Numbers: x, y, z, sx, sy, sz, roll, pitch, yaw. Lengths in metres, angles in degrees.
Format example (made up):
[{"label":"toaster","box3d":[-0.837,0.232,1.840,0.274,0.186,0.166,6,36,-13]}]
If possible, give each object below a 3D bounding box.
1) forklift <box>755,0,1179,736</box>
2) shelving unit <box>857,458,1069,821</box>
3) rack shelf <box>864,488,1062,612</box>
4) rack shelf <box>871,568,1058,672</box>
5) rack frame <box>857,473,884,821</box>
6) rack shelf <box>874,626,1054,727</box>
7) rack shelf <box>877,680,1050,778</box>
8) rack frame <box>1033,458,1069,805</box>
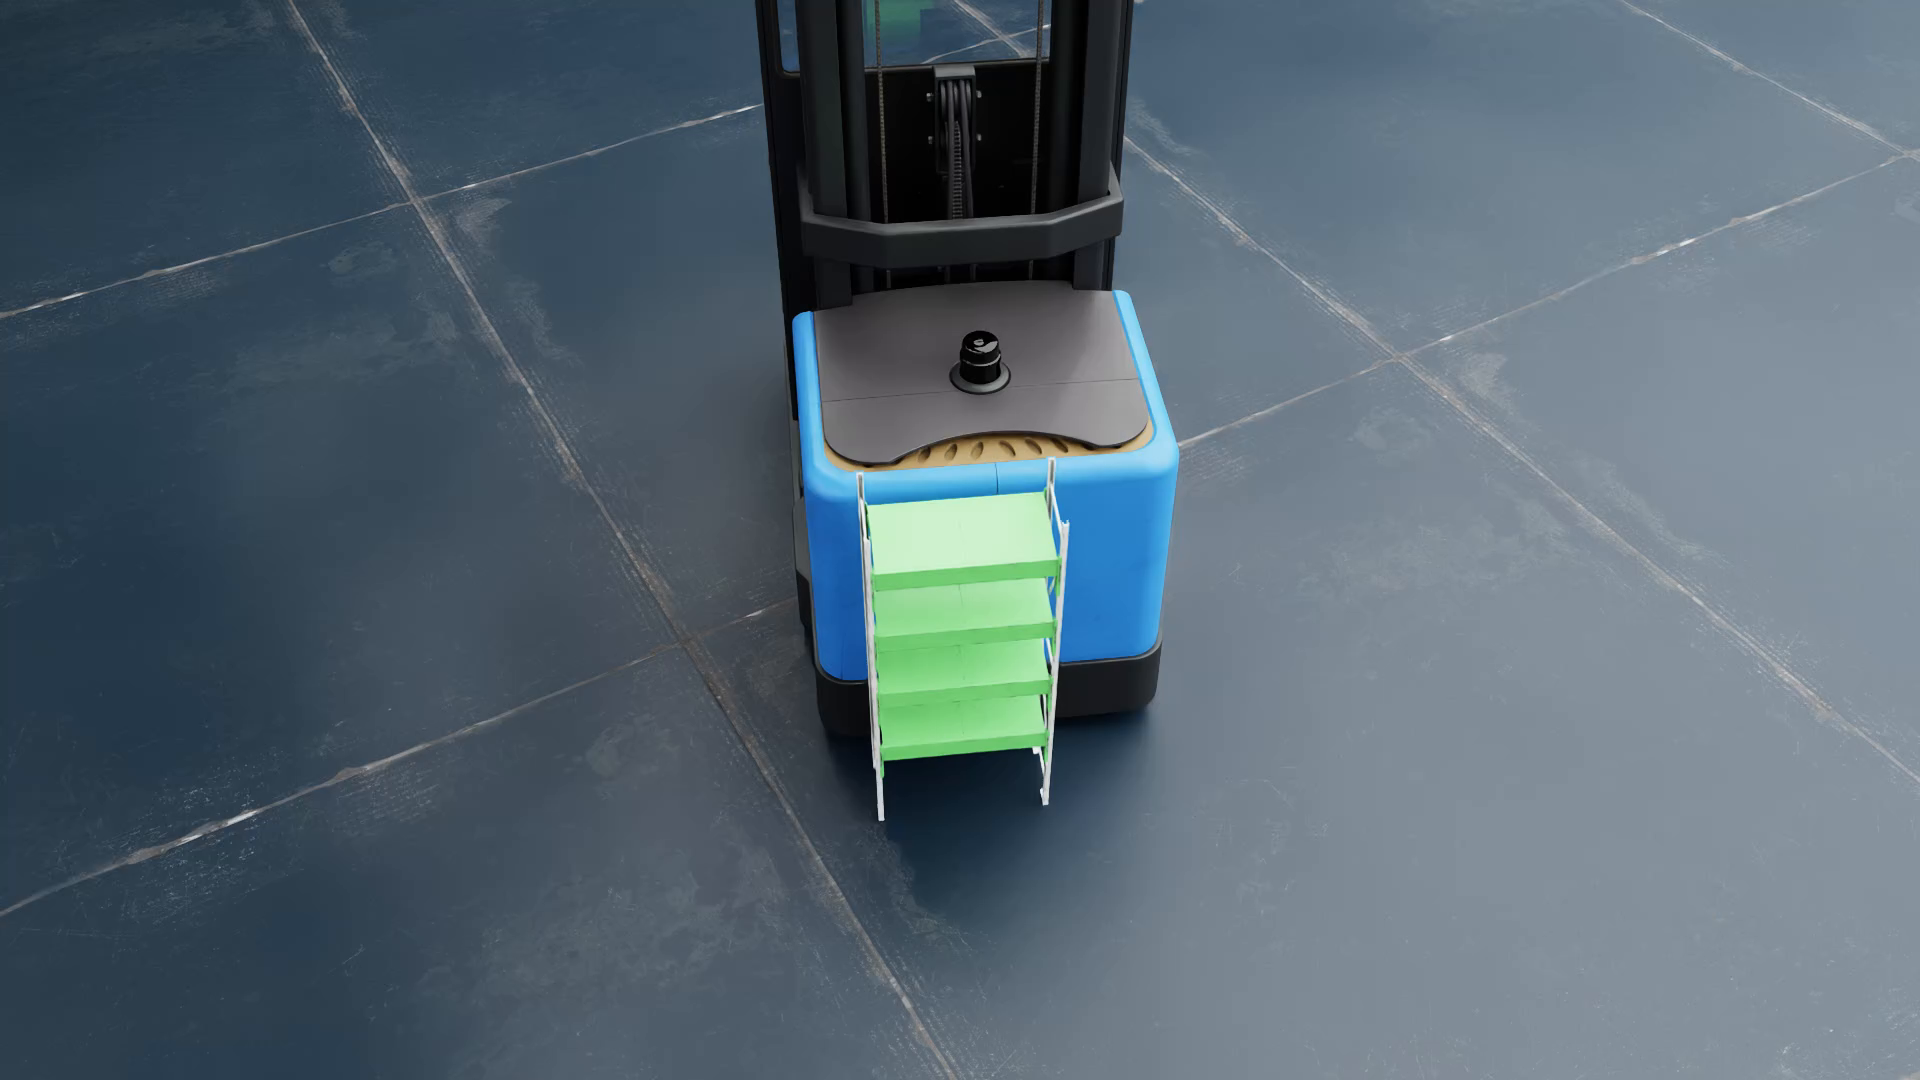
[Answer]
[{"label":"forklift","box3d":[-0.072,-1.488,5.179,1.130,2.935,3.031,-5,44,-5]},{"label":"shelving unit","box3d":[0.000,0.309,4.562,0.503,1.200,0.258,-5,47,-5]},{"label":"rack shelf","box3d":[0.002,0.024,4.259,0.480,0.148,0.258,-5,47,-5]},{"label":"rack shelf","box3d":[0.001,0.188,4.434,0.480,0.148,0.258,-5,47,-5]},{"label":"rack frame","box3d":[-0.242,0.329,4.542,0.015,1.200,0.240,-5,47,-5]},{"label":"rack shelf","box3d":[0.000,0.353,4.608,0.480,0.148,0.258,-5,47,-5]},{"label":"rack shelf","box3d":[-0.001,0.517,4.783,0.480,0.148,0.258,-5,47,-5]},{"label":"rack frame","box3d":[0.243,0.289,4.582,0.015,1.200,0.240,-5,47,-5]}]
